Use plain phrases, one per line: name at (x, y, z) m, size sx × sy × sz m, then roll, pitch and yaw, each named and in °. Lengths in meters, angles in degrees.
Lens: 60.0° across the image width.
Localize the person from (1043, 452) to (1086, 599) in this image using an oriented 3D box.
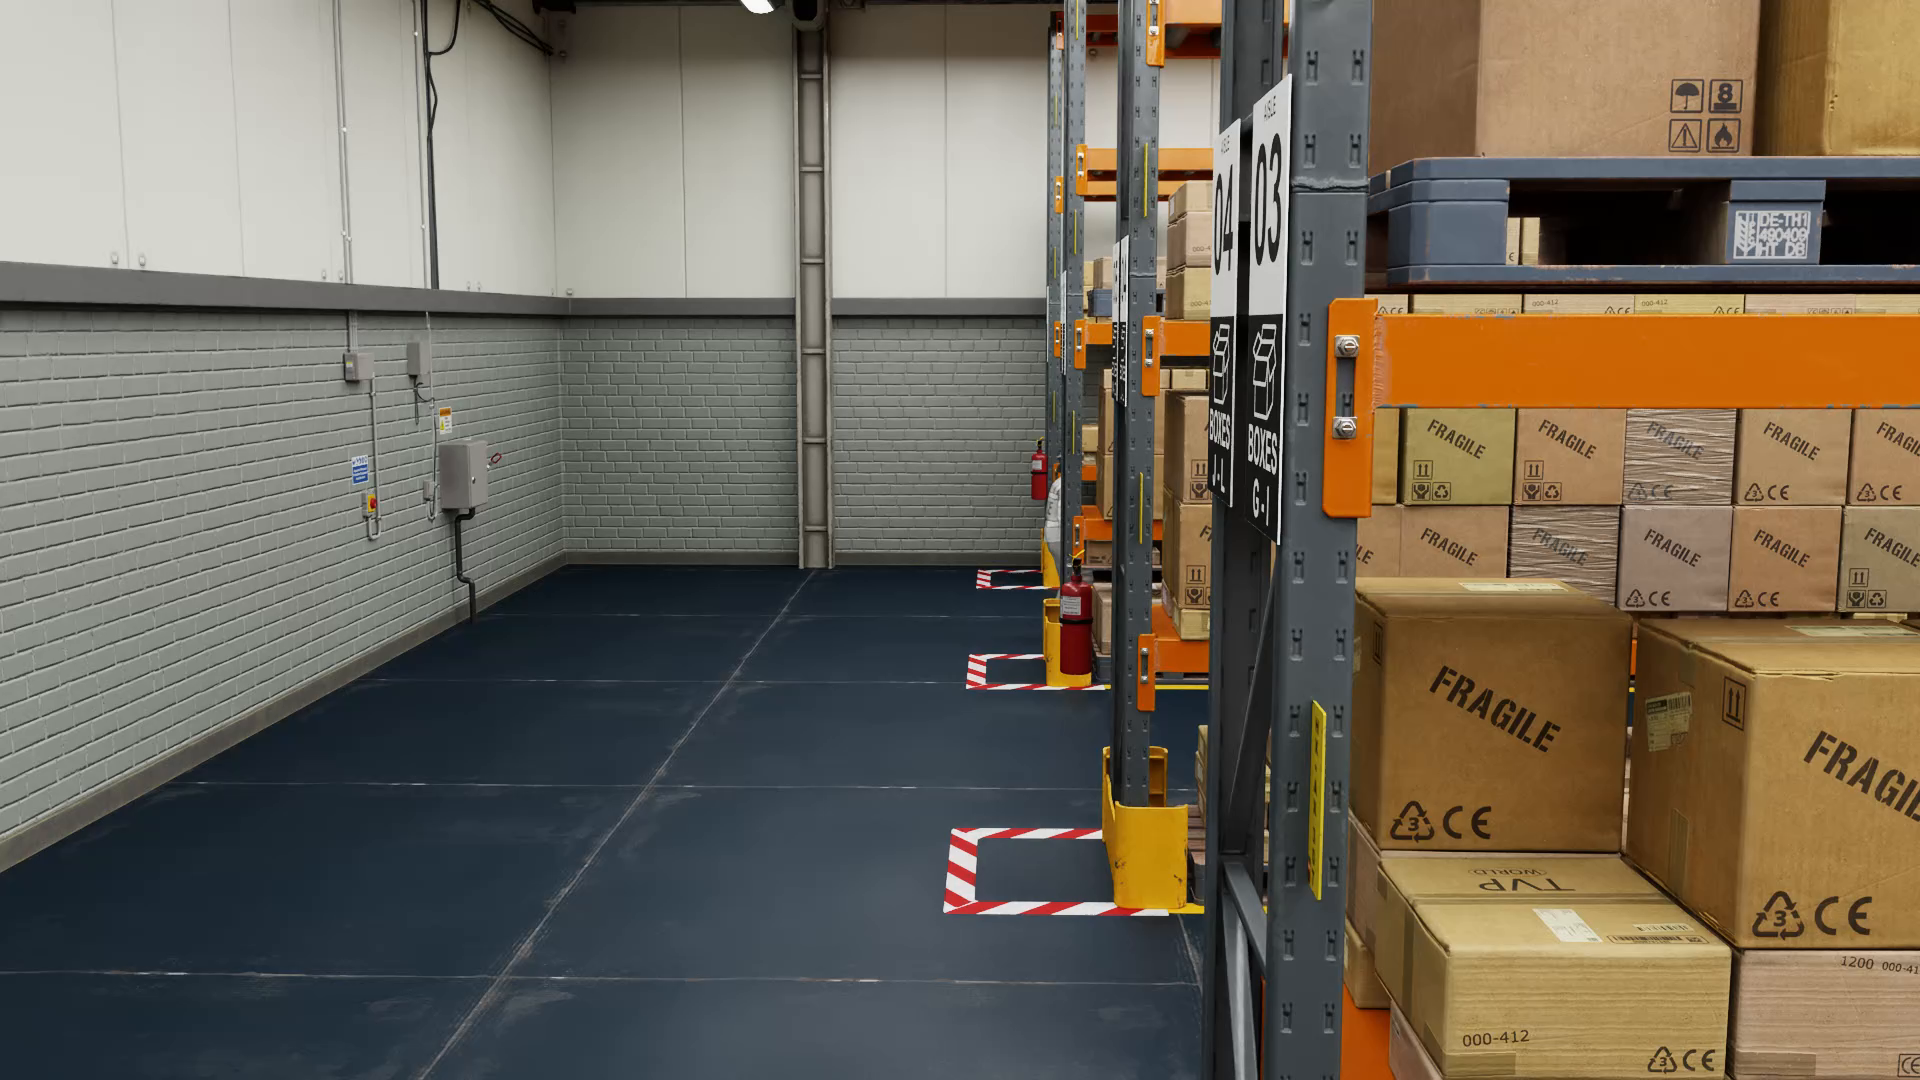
person at (0.962, 0.041, 14.947) m, size 0.415 × 1.663 × 0.544 m, roll 0°, pitch 7°, yaw -2°
